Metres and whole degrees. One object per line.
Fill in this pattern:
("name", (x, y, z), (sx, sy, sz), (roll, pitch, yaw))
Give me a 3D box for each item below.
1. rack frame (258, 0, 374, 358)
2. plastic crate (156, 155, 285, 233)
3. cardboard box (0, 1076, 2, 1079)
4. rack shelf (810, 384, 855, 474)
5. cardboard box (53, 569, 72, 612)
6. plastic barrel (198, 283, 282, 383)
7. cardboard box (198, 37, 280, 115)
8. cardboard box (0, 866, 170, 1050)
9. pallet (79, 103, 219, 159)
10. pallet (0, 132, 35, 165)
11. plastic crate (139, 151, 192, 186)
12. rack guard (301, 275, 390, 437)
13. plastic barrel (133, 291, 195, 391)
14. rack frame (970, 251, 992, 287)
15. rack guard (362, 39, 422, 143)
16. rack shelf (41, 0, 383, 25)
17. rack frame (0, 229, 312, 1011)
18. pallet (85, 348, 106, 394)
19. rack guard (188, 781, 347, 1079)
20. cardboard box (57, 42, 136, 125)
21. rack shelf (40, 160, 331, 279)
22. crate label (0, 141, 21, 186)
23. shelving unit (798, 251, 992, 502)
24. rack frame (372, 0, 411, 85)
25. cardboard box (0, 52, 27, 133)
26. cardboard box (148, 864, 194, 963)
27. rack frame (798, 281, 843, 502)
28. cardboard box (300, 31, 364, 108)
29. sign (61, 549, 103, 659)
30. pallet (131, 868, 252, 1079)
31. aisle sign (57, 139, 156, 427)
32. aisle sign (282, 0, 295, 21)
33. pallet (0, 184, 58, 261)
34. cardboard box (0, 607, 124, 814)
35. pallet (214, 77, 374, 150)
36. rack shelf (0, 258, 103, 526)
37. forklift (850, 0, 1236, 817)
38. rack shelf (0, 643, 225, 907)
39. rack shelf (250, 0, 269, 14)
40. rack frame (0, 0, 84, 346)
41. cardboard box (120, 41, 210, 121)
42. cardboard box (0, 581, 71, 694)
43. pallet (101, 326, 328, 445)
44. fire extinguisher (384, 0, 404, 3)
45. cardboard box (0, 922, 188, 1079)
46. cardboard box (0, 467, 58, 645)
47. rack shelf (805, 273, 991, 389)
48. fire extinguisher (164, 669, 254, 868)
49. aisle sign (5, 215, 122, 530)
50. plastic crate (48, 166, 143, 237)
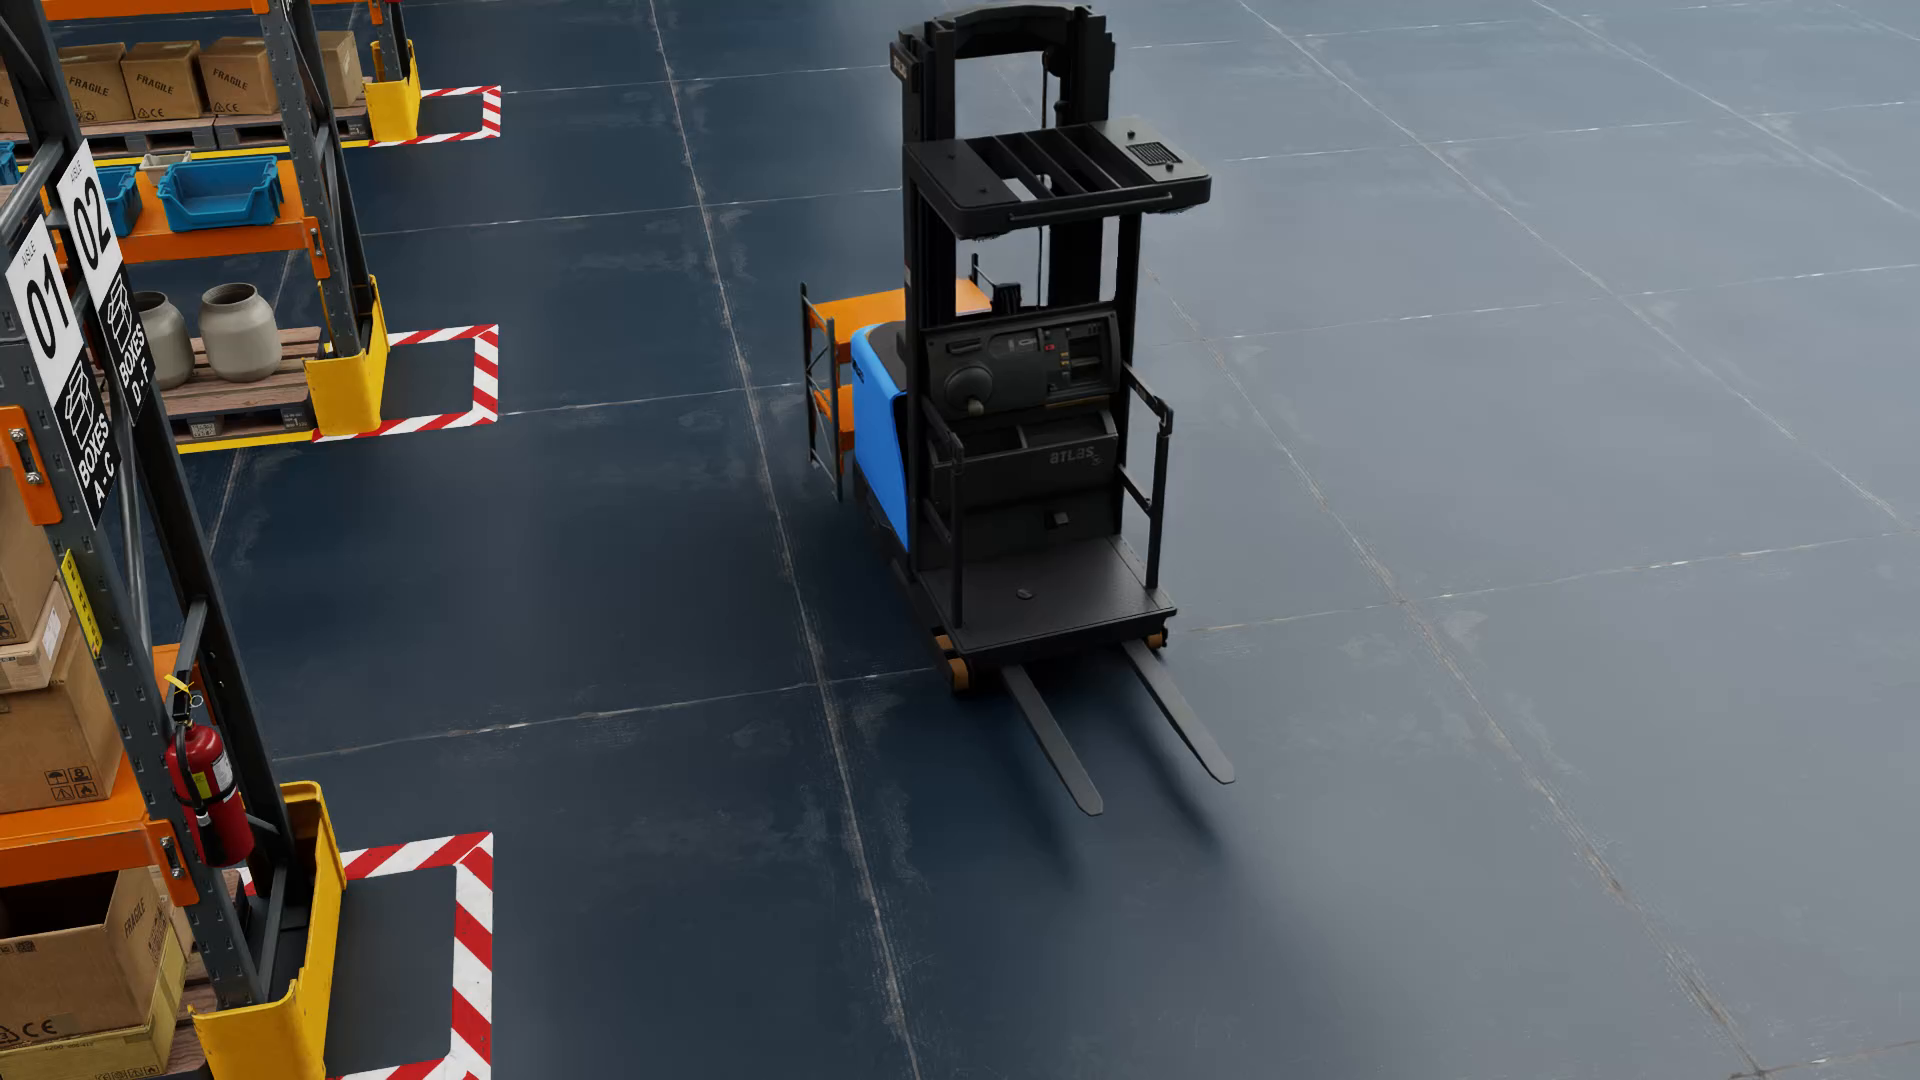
("rack frame", (-3.704, -2.226, 9.599), (0.127, 3.000, 1.000), (-7, 35, -11))
("plastic crate", (-4.126, -1.940, 9.306), (0.616, 0.251, 0.499), (-7, 35, -11))
("cardboard box", (-3.558, 1.728, 5.796), (0.500, 0.250, 0.500), (-7, 35, -11))
("rack shelf", (-0.300, -0.719, 9.474), (1.000, 0.278, 0.538), (-13, 36, -19))
("cardboard box", (-3.045, 0.087, 5.480), (0.250, 0.149, 0.380), (-7, 35, -11))
("plastic barrel", (-4.329, -1.245, 9.992), (0.421, 0.512, 0.421), (0, 34, 0))
("cardboard box", (-5.985, -3.895, 13.951), (0.500, 0.500, 0.500), (1, 34, 2))
("cardboard box", (-3.072, 1.350, 5.687), (0.500, 0.500, 0.500), (-7, 35, -11))
("pallet", (-6.859, -3.522, 14.032), (1.213, 0.211, 1.003), (-7, 35, -11))
("pallet", (-8.051, -3.370, 13.806), (1.213, 0.211, 1.003), (-7, 35, -11))
("plastic crate", (-4.648, -2.182, 9.769), (0.250, 0.136, 0.298), (-7, 35, -11))
("rack guard", (-3.768, -1.153, 10.243), (0.348, 0.500, 1.175), (-7, 35, -11))
("plastic barrel", (-4.818, -1.183, 9.900), (0.421, 0.512, 0.421), (0, 34, 0))
("rack frame", (0.167, -1.034, 9.504), (0.032, 1.125, 0.500), (-13, 36, -19))
("rack guard", (-4.871, -3.871, 14.293), (0.348, 0.500, 1.175), (-7, 35, -11))
("rack shelf", (-6.748, -4.374, 13.444), (4.000, 0.370, 1.077), (-7, 35, -11))
("rack frame", (-2.615, 0.466, 5.586), (0.127, 3.000, 1.000), (-7, 35, -11))
("pallet", (-5.749, -0.788, 9.958), (1.213, 0.211, 1.003), (-7, 35, -11))
("rack guard", (-2.592, 1.501, 6.287), (0.348, 0.500, 1.175), (-7, 35, -11))
("cardboard box", (-7.154, -3.784, 13.786), (0.500, 0.500, 0.500), (-10, 35, -15))
("rack shelf", (-5.655, -1.682, 9.433), (4.000, 0.370, 1.077), (-7, 35, -11))
("crate label", (-5.440, -1.868, 9.032), (0.616, 0.435, 0.502), (-7, 35, -11))
("shelving unit", (-0.300, -0.922, 9.337), (1.048, 1.125, 0.538), (-13, 36, -19))
("rack frame", (-4.797, -4.918, 13.610), (0.127, 3.000, 1.000), (-7, 35, -11))
("cardboard box", (-7.742, -3.665, 13.609), (0.500, 0.500, 0.500), (3, 34, 5))
("cardboard box", (-3.187, 1.379, 6.317), (0.500, 0.250, 0.500), (-7, 35, -11))
("rack frame", (-0.767, -0.810, 9.171), (0.032, 1.125, 0.500), (-13, 36, -19))
("cardboard box", (-5.410, -3.987, 14.089), (0.500, 0.500, 0.500), (-1, 34, -2))
("sign", (-2.509, 0.184, 4.755), (0.005, 0.325, 0.100), (-7, 35, -11))
("pallet", (-3.352, 1.741, 6.189), (1.213, 0.211, 1.003), (-7, 35, -11))
("aisle sign", (-2.619, -0.788, 5.122), (0.004, 0.787, 0.394), (-7, 35, -11))
("aisle sign", (-3.568, -3.153, 8.647), (0.004, 0.787, 0.394), (-7, 35, -11))
("pallet", (-3.310, -0.670, 4.666), (1.213, 0.211, 1.003), (-7, 35, -11))
("cardboard box", (-3.073, 0.475, 5.483), (0.500, 0.500, 0.700), (-7, 35, -11))
("pallet", (-5.671, -3.670, 14.253), (1.213, 0.211, 1.003), (-7, 35, -11))
("rack shelf", (-4.566, -0.235, 4.584), (4.000, 0.370, 1.077), (-7, 35, -11))
("forklift", (0.367, -0.749, 7.459), (1.130, 2.935, 3.031), (-11, 35, -16))
("rack shelf", (-4.566, 1.011, 5.420), (4.000, 0.370, 1.077), (-7, 35, -11))
("rack shelf", (-5.655, -2.927, 8.597), (4.000, 0.370, 1.077), (-7, 35, -11))
("rack frame", (-2.615, -2.025, 3.914), (0.127, 3.000, 1.000), (-7, 35, -11))
("cardboard box", (-6.600, -3.828, 13.852), (0.500, 0.500, 0.500), (-4, 34, -6))
("cardboard box", (-2.946, 0.306, 5.153), (0.250, 0.149, 0.380), (-8, 35, -11))
("pallet", (-4.561, -0.936, 10.179), (1.213, 0.211, 1.003), (-7, 35, -11))
("fire extinguisher", (-4.583, -4.650, 13.279), (0.183, 0.674, 0.296), (-7, 35, -11))
("cardboard box", (-3.073, 1.660, 5.898), (0.500, 0.250, 0.500), (-7, 35, -11))
("cardboard box", (-3.125, -0.057, 5.112), (0.500, 0.500, 0.700), (-7, 35, -10))
("rack shelf", (-0.300, -1.165, 9.174), (1.000, 0.278, 0.538), (-13, 36, -19))
("fire extinguisher", (-2.397, 0.736, 5.253), (0.183, 0.674, 0.296), (-7, 35, -11))
("aisle sign", (-2.486, -0.462, 4.636), (0.004, 0.787, 0.394), (-7, 35, -11))
("plastic crate", (-4.761, -1.864, 9.192), (0.408, 0.251, 0.499), (-7, 35, -11))
